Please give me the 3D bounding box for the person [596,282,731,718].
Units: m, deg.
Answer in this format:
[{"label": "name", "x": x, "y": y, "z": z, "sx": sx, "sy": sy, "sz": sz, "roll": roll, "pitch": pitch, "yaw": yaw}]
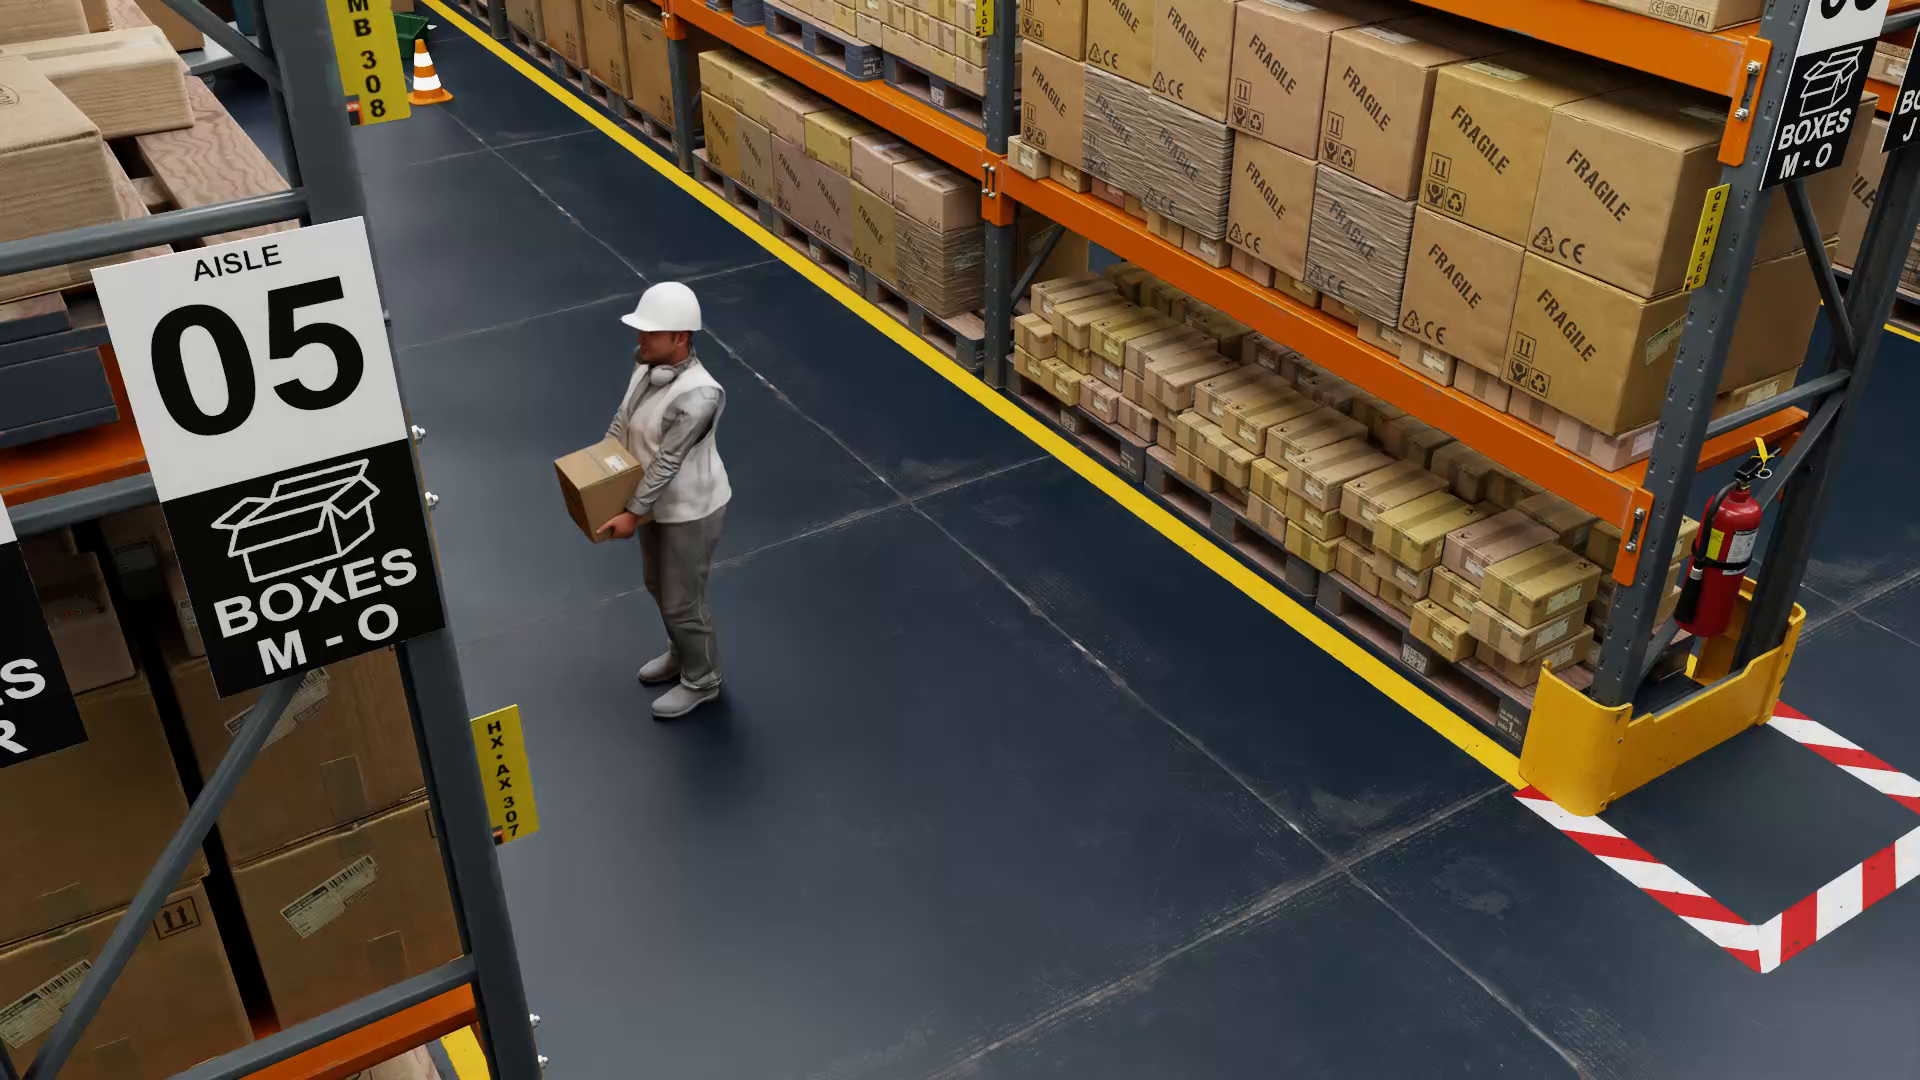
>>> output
[{"label": "person", "x": -1.156, "y": -0.122, "z": 6.311, "sx": 0.556, "sy": 1.770, "sz": 0.495, "roll": -19, "pitch": 37, "yaw": -27}]
